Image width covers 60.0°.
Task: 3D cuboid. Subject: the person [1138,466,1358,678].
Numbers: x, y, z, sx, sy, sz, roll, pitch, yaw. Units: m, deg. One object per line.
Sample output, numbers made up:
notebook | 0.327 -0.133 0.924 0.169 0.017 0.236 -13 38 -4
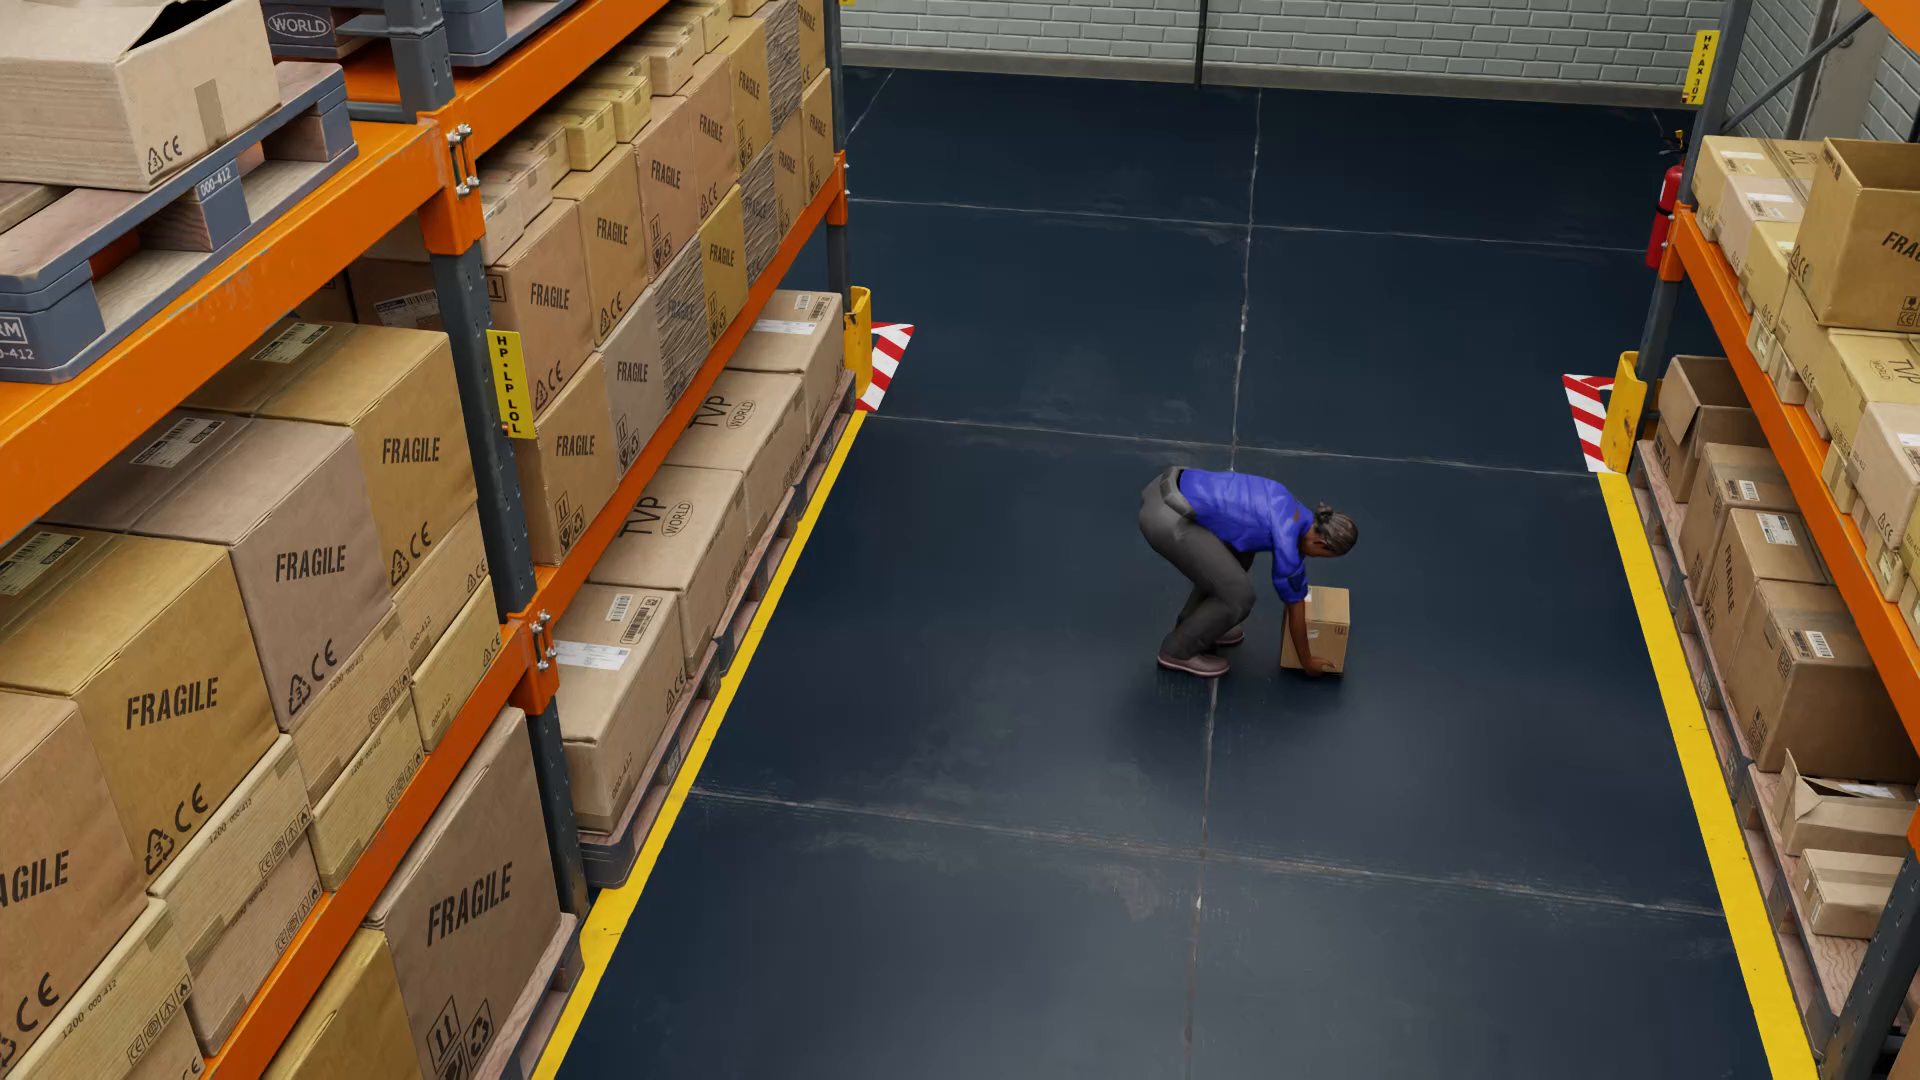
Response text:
person | 1.140 0.120 6.706 0.866 0.851 0.453 4 33 6
